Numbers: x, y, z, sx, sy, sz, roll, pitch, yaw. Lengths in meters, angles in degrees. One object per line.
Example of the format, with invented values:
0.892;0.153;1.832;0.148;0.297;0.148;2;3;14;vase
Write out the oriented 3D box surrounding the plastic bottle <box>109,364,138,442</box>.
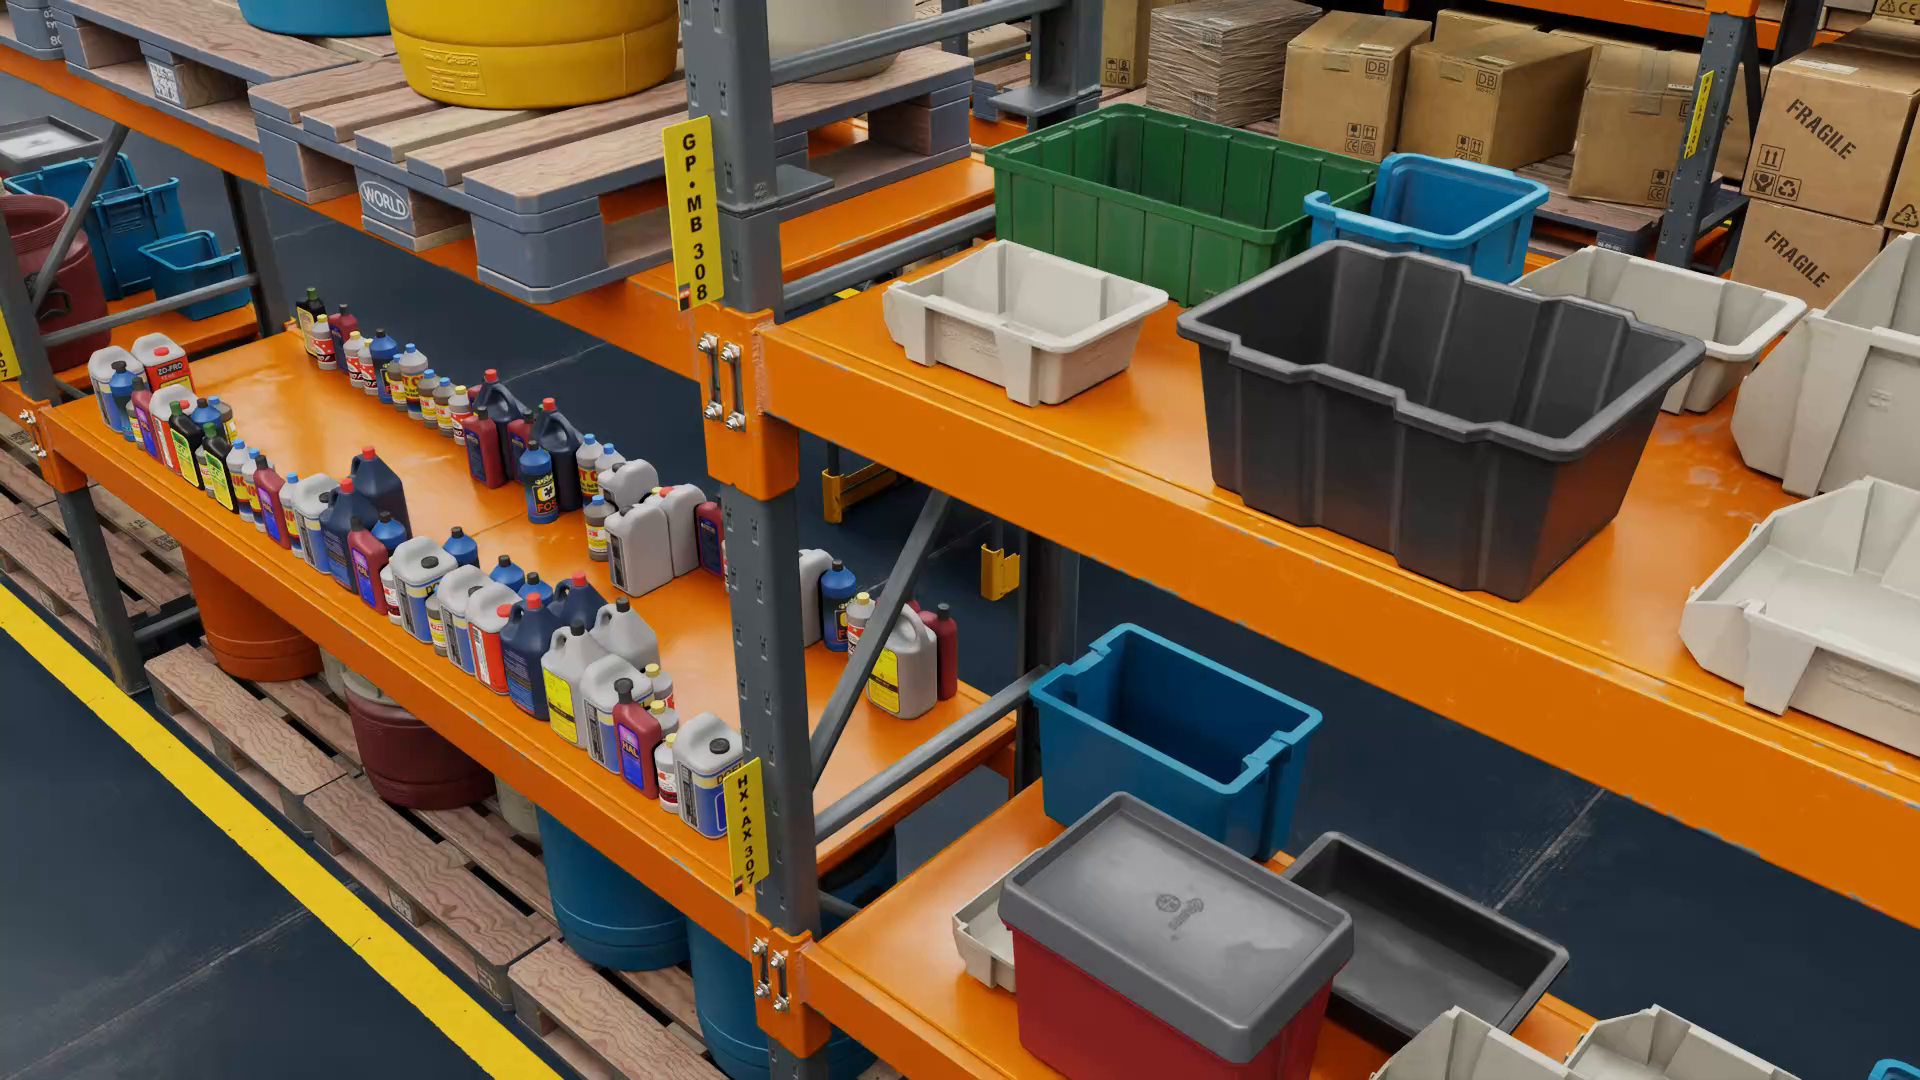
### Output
-2.879;-0.481;5.766;0.097;0.271;0.097;0;31;0;plastic bottle

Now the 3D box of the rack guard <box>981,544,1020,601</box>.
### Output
0.313;0.039;7.443;0.087;0.250;0.587;25;39;35;rack guard

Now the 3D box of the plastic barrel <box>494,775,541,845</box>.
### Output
-1.360;0.740;5.617;0.421;0.512;0.421;0;31;0;plastic barrel

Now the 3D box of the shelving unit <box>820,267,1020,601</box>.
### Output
-0.057;-0.669;7.407;1.083;1.500;0.587;25;39;35;shelving unit

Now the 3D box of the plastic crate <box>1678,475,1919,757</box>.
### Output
1.182;0.116;1.997;0.530;0.136;0.437;25;39;35;plastic crate

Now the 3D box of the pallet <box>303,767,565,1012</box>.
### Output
-1.538;1.013;5.862;1.213;0.211;1.003;25;39;35;pallet

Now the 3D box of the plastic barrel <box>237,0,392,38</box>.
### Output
-1.453;-1.688;3.844;0.708;0.901;0.600;25;39;35;plastic barrel

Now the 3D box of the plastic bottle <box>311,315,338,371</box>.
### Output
-2.391;-0.752;6.283;0.097;0.201;0.097;0;31;0;plastic bottle

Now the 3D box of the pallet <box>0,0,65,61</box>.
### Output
-2.549;-1.763;5.044;1.213;0.211;1.003;25;39;35;pallet

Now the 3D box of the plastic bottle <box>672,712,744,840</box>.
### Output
-0.594;0.564;4.025;0.135;0.276;0.152;25;39;35;plastic bottle

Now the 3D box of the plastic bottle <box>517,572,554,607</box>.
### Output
-1.169;0.211;4.616;0.097;0.271;0.097;0;31;0;plastic bottle

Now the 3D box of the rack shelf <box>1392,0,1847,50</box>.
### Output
5.080;-3.649;11.600;4.000;0.370;1.077;25;39;35;rack shelf

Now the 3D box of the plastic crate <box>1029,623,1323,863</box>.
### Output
0.490;0.536;3.908;0.575;0.384;0.392;25;39;35;plastic crate

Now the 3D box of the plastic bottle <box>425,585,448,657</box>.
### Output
-1.443;0.219;4.671;0.097;0.201;0.097;0;31;0;plastic bottle

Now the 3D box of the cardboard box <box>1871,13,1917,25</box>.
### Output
5.919;-3.253;10.469;0.250;0.149;0.380;26;40;36;cardboard box

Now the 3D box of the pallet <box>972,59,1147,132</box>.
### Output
0.826;-2.463;9.120;1.003;0.211;1.213;25;39;35;pallet

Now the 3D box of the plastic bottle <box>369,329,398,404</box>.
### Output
-2.076;-0.634;6.020;0.097;0.271;0.097;0;31;0;plastic bottle

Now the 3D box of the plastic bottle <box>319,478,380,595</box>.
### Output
-1.803;-0.029;4.938;0.185;0.351;0.144;25;39;35;plastic bottle

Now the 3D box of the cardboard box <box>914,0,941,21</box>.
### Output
-0.257;-3.099;10.075;0.500;0.311;0.500;25;39;35;cardboard box

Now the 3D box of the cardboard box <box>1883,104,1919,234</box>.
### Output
3.785;-1.391;6.086;0.500;0.500;0.500;24;38;34;cardboard box

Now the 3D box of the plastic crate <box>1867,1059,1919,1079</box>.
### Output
1.720;1.183;2.980;0.300;0.233;0.416;25;39;35;plastic crate

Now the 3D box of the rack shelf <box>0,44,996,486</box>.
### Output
-1.568;-1.145;4.533;4.000;0.370;1.077;25;39;35;rack shelf

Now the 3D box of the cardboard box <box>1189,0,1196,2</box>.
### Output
2.337;-4.380;14.114;0.500;0.500;0.700;25;39;35;cardboard box

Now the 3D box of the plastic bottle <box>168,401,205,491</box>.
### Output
-2.535;-0.313;5.475;0.133;0.283;0.061;25;39;35;plastic bottle

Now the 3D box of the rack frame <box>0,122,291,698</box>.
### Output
-3.051;-0.860;6.271;0.127;3.000;1.000;25;39;35;rack frame

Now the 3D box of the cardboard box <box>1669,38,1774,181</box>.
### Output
5.333;-3.005;11.511;0.750;0.750;0.750;26;40;36;cardboard box

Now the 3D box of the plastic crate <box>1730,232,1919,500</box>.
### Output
1.445;-0.211;2.399;0.530;0.282;0.437;25;39;35;plastic crate

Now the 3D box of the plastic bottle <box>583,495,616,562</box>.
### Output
-1.101;-0.043;5.107;0.097;0.201;0.097;0;31;0;plastic bottle

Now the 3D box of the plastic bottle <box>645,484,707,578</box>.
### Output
-0.859;-0.049;5.044;0.135;0.276;0.152;25;39;35;plastic bottle

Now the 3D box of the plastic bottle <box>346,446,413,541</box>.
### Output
-1.800;-0.134;5.112;0.185;0.351;0.144;25;39;35;plastic bottle

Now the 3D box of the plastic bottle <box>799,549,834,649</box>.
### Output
-0.444;0.144;4.722;0.135;0.276;0.152;25;39;35;plastic bottle

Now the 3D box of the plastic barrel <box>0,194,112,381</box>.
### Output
-3.598;-0.964;6.310;0.708;0.536;0.600;25;39;35;plastic barrel

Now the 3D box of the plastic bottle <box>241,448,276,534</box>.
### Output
-2.194;-0.162;5.235;0.097;0.271;0.097;0;31;0;plastic bottle

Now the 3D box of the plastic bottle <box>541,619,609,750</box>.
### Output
-0.986;0.352;4.305;0.185;0.351;0.144;25;39;35;plastic bottle

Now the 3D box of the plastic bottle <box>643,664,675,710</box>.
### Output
-0.795;0.416;4.344;0.097;0.201;0.097;0;31;0;plastic bottle

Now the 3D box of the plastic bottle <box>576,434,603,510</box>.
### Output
-1.171;-0.212;5.318;0.097;0.271;0.097;0;31;0;plastic bottle

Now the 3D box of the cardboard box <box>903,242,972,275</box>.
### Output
-0.278;-1.844;10.164;0.500;0.250;0.500;26;40;36;cardboard box

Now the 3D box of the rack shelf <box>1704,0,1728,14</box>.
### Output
1.759;-3.038;7.677;4.000;0.370;1.077;25;39;35;rack shelf

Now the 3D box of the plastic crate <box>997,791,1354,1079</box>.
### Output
0.409;0.876;3.267;0.583;0.464;0.402;25;39;35;plastic crate

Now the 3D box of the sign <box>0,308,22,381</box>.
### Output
-3.415;-0.718;5.875;0.005;0.325;0.100;25;39;35;sign

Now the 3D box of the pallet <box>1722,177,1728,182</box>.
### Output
5.032;-2.730;12.081;1.213;0.211;1.003;25;39;35;pallet

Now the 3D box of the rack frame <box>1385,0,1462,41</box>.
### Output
3.597;-4.649;12.564;0.127;3.000;1.000;25;39;35;rack frame

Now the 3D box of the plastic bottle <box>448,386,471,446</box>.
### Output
-1.715;-0.436;5.758;0.097;0.201;0.097;0;31;0;plastic bottle

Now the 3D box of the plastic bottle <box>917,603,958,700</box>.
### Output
-0.070;0.284;4.483;0.133;0.283;0.061;25;39;35;plastic bottle

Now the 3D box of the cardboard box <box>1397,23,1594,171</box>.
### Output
2.488;-2.055;7.751;0.700;0.500;0.500;-22;38;-32;cardboard box

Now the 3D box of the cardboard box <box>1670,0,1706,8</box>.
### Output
5.021;-3.727;11.257;0.250;0.149;0.380;26;40;37;cardboard box

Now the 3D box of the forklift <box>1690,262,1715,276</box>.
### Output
5.056;-2.212;8.583;3.031;2.935;1.130;26;40;36;forklift
